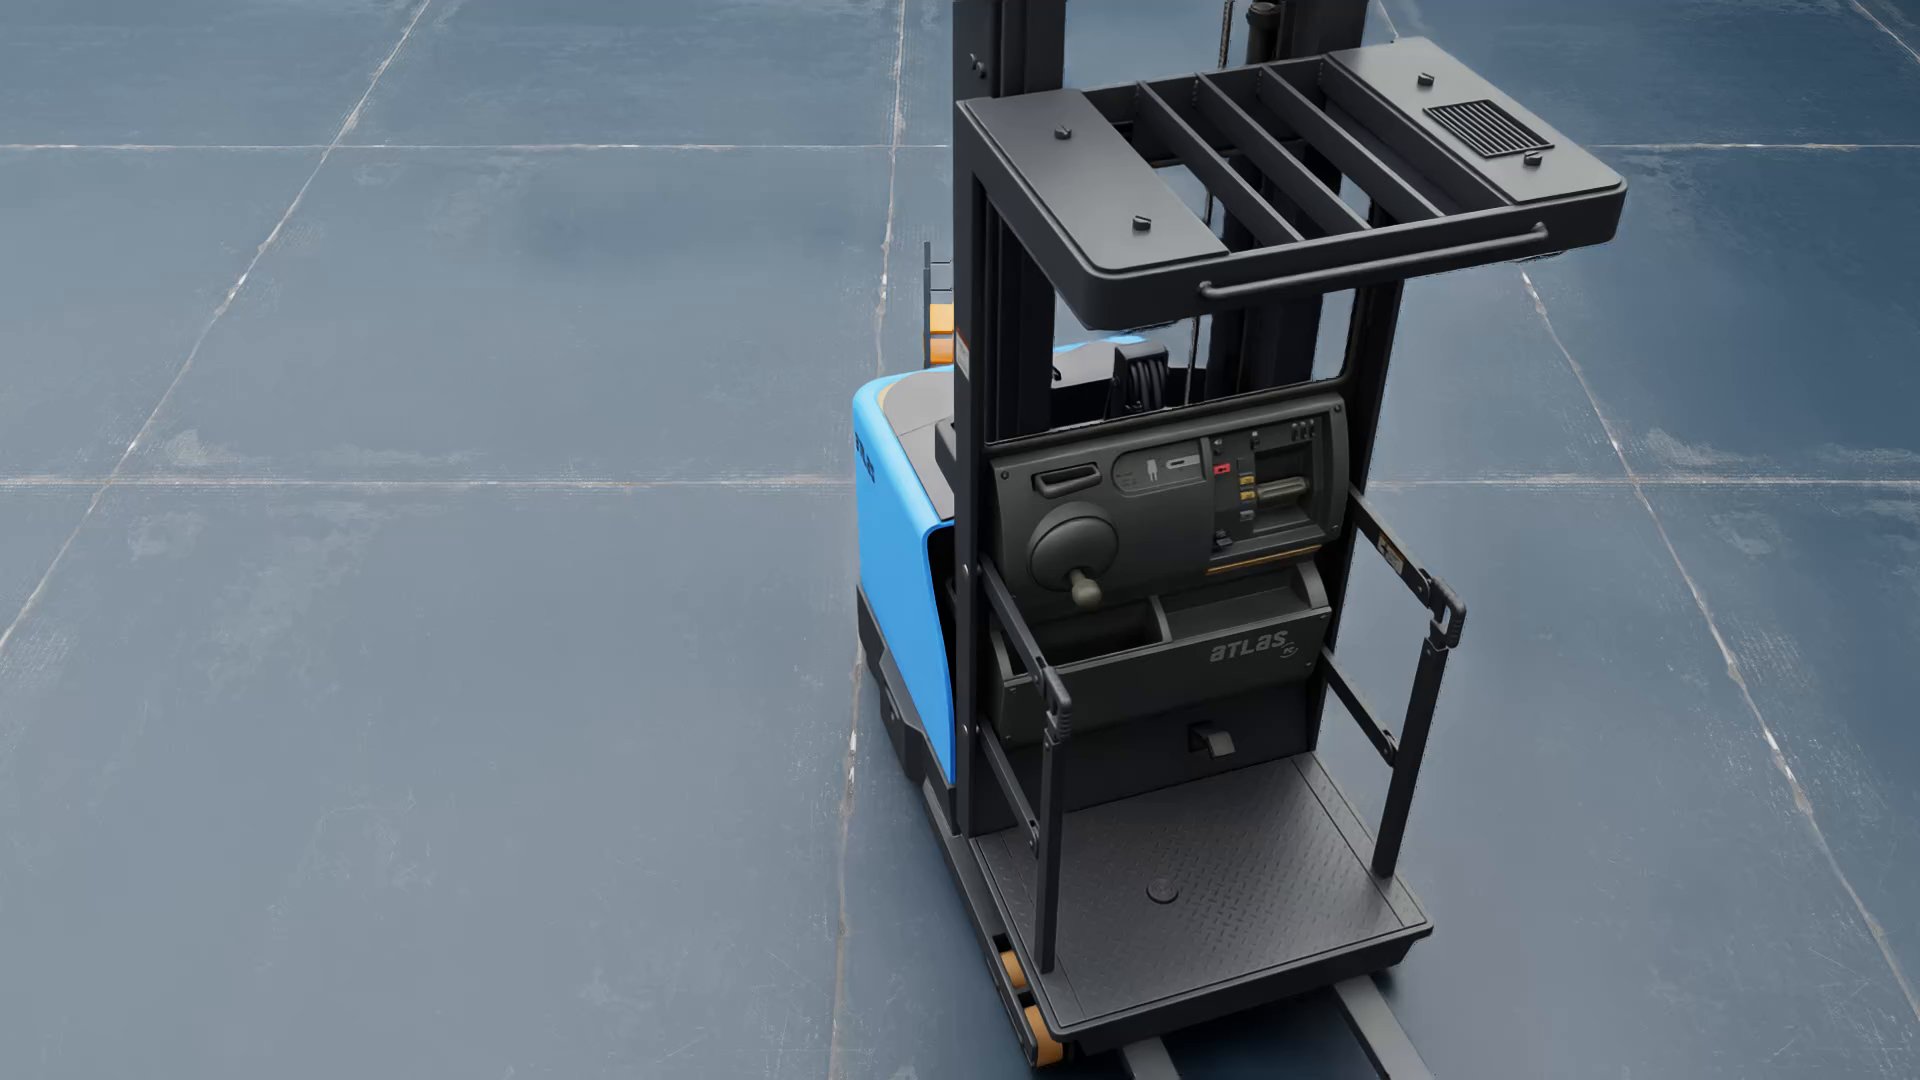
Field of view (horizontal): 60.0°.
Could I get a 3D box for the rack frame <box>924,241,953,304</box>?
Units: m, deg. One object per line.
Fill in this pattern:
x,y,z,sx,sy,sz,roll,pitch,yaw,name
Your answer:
0.000,-0.534,5.957,0.240,1.200,0.006,0,39,0,rack frame

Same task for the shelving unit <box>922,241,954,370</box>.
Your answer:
0.000,-0.477,5.886,0.258,1.200,0.189,0,39,0,shelving unit

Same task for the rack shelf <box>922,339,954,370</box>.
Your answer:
0.000,-0.630,5.764,0.258,0.103,0.180,0,39,0,rack shelf

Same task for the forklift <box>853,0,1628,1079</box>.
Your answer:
0.600,-0.018,3.929,1.130,2.935,3.031,-12,40,-14,forklift

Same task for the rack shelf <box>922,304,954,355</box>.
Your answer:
0.000,-0.724,5.689,0.258,0.103,0.180,0,39,0,rack shelf

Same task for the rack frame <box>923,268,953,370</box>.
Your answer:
0.000,-0.420,5.815,0.240,1.200,0.006,0,39,0,rack frame
